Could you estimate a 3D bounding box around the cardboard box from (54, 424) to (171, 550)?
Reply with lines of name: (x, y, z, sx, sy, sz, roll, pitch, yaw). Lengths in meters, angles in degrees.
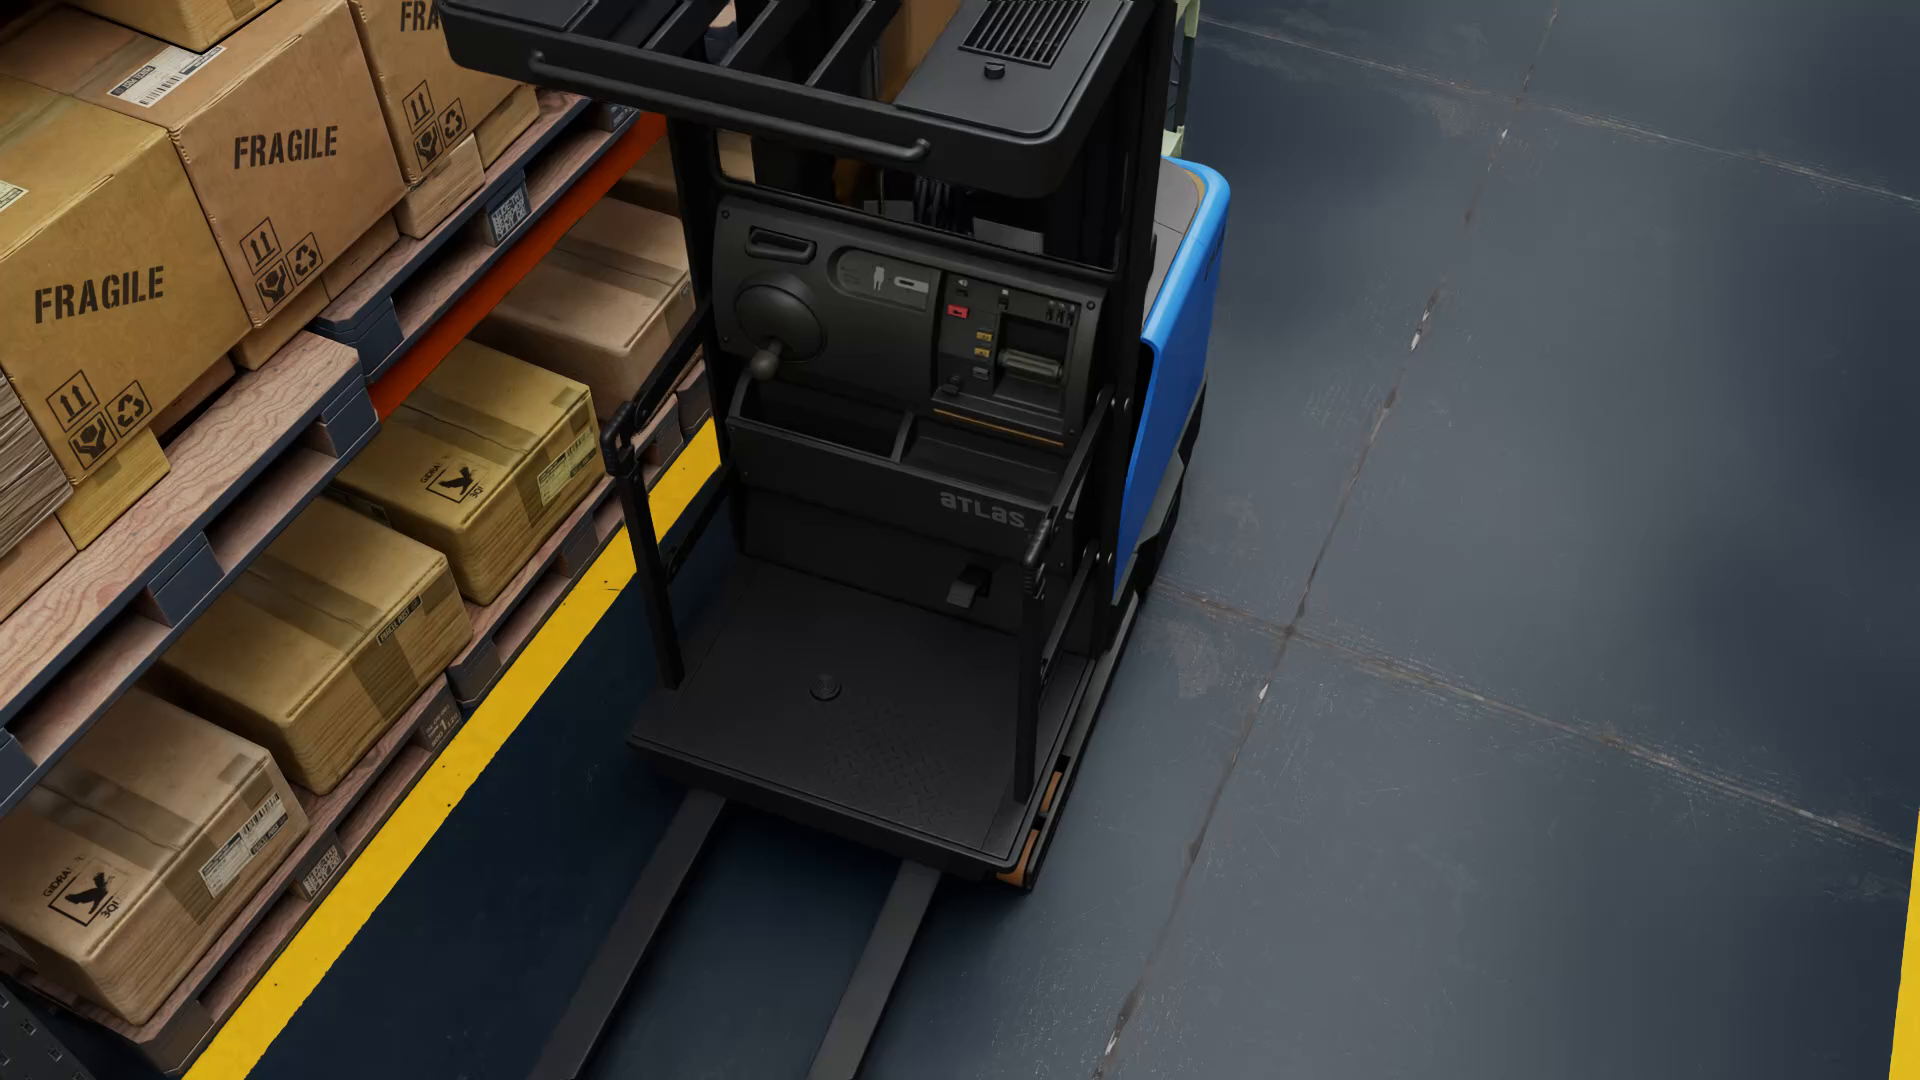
cardboard box: (-1.827, -0.171, 3.316, 0.380, 0.149, 0.250, 21, 53, 17)

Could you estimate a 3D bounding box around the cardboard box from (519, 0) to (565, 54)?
cardboard box: (-1.123, -1.578, 4.087, 0.500, 0.500, 0.500, 17, 52, 14)

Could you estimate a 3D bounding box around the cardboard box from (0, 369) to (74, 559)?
cardboard box: (-2.004, -0.164, 2.884, 0.500, 0.500, 0.500, 21, 53, 17)

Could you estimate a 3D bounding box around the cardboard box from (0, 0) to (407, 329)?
cardboard box: (-1.567, -0.845, 3.463, 0.500, 0.500, 0.500, 20, 52, 16)

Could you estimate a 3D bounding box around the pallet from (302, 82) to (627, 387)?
pallet: (-1.563, -0.986, 4.245, 1.003, 0.211, 1.213, 20, 52, 16)

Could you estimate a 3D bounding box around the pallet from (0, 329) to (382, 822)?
pallet: (-2.006, -0.087, 3.480, 1.003, 0.211, 1.213, 20, 52, 16)

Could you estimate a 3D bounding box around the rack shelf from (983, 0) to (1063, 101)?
rack shelf: (0.417, -1.602, 5.116, 0.431, 0.370, 0.720, 20, 53, 16)

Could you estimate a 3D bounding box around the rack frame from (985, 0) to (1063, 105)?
rack frame: (0.259, -1.098, 5.199, 0.400, 1.500, 0.023, 20, 53, 16)

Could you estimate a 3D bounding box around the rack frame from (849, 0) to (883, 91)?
rack frame: (-0.755, -2.424, 5.343, 1.000, 3.000, 0.127, 20, 52, 16)

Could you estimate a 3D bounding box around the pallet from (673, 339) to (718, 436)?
pallet: (-1.090, -0.983, 5.948, 1.003, 0.211, 1.213, 20, 52, 16)

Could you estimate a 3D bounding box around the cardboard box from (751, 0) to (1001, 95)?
cardboard box: (-0.385, -2.320, 6.374, 0.875, 0.875, 0.875, 19, 52, 16)

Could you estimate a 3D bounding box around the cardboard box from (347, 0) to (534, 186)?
cardboard box: (-1.357, -1.203, 3.767, 0.500, 0.500, 0.500, 18, 52, 15)

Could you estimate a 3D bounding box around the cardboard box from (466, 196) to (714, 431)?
cardboard box: (-1.313, -0.812, 5.421, 0.950, 0.372, 0.625, 19, 52, 15)

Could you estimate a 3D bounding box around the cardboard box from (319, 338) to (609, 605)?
cardboard box: (-1.642, -0.292, 4.979, 0.950, 0.372, 0.625, 21, 53, 17)

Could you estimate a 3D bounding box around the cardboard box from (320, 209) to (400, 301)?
cardboard box: (-1.520, -0.725, 3.786, 0.380, 0.149, 0.250, 20, 53, 16)

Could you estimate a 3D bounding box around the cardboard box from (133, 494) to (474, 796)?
cardboard box: (-1.938, 0.187, 4.571, 0.950, 0.372, 0.625, 23, 53, 18)

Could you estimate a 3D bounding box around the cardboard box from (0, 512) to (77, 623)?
cardboard box: (-1.942, -0.002, 3.172, 0.380, 0.149, 0.250, 21, 53, 17)

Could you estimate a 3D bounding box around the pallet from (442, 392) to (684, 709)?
pallet: (-1.612, -0.146, 5.236, 1.003, 0.211, 1.213, 20, 52, 16)

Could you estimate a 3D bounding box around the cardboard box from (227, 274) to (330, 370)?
cardboard box: (-1.628, -0.555, 3.642, 0.380, 0.149, 0.250, 21, 53, 17)

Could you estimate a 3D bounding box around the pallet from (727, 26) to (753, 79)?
pallet: (-0.963, -1.837, 4.969, 1.213, 0.211, 1.003, 20, 52, 16)

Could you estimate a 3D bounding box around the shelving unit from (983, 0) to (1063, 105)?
shelving unit: (0.417, -1.349, 5.413, 0.431, 1.500, 0.755, 20, 53, 16)

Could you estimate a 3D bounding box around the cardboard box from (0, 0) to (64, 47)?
cardboard box: (-2.037, -1.023, 3.614, 0.500, 0.500, 0.500, 21, 53, 17)

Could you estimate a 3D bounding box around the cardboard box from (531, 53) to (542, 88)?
cardboard box: (-1.239, -1.284, 4.262, 0.380, 0.149, 0.250, 20, 53, 16)

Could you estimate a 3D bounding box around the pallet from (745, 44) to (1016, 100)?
pallet: (-0.350, -2.039, 6.846, 1.003, 0.211, 1.213, 20, 52, 16)

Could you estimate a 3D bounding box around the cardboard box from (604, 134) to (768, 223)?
cardboard box: (-1.005, -1.323, 5.856, 0.950, 0.372, 0.625, 17, 52, 14)

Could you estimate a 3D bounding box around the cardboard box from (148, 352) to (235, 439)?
cardboard box: (-1.775, -0.392, 3.503, 0.380, 0.149, 0.250, 23, 53, 18)

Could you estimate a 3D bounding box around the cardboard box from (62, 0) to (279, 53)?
cardboard box: (-1.572, -1.135, 3.284, 0.380, 0.149, 0.250, 23, 53, 18)

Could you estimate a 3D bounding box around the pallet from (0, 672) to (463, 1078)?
pallet: (-2.132, 0.697, 4.518, 1.003, 0.211, 1.213, 20, 52, 16)

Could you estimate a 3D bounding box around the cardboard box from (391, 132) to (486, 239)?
cardboard box: (-1.360, -0.891, 3.928, 0.380, 0.149, 0.250, 22, 53, 17)

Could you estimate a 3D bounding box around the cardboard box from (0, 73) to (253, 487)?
cardboard box: (-1.791, -0.509, 3.177, 0.500, 0.500, 0.500, 20, 52, 16)

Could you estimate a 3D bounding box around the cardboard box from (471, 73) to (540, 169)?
cardboard box: (-1.272, -1.084, 4.092, 0.380, 0.149, 0.250, 18, 52, 15)

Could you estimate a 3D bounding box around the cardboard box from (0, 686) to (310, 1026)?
cardboard box: (-2.242, 0.684, 4.148, 0.950, 0.372, 0.625, 20, 53, 17)

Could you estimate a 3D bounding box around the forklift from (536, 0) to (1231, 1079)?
forklift: (-0.076, -0.366, 3.637, 1.130, 2.935, 3.031, 6, 50, 5)
